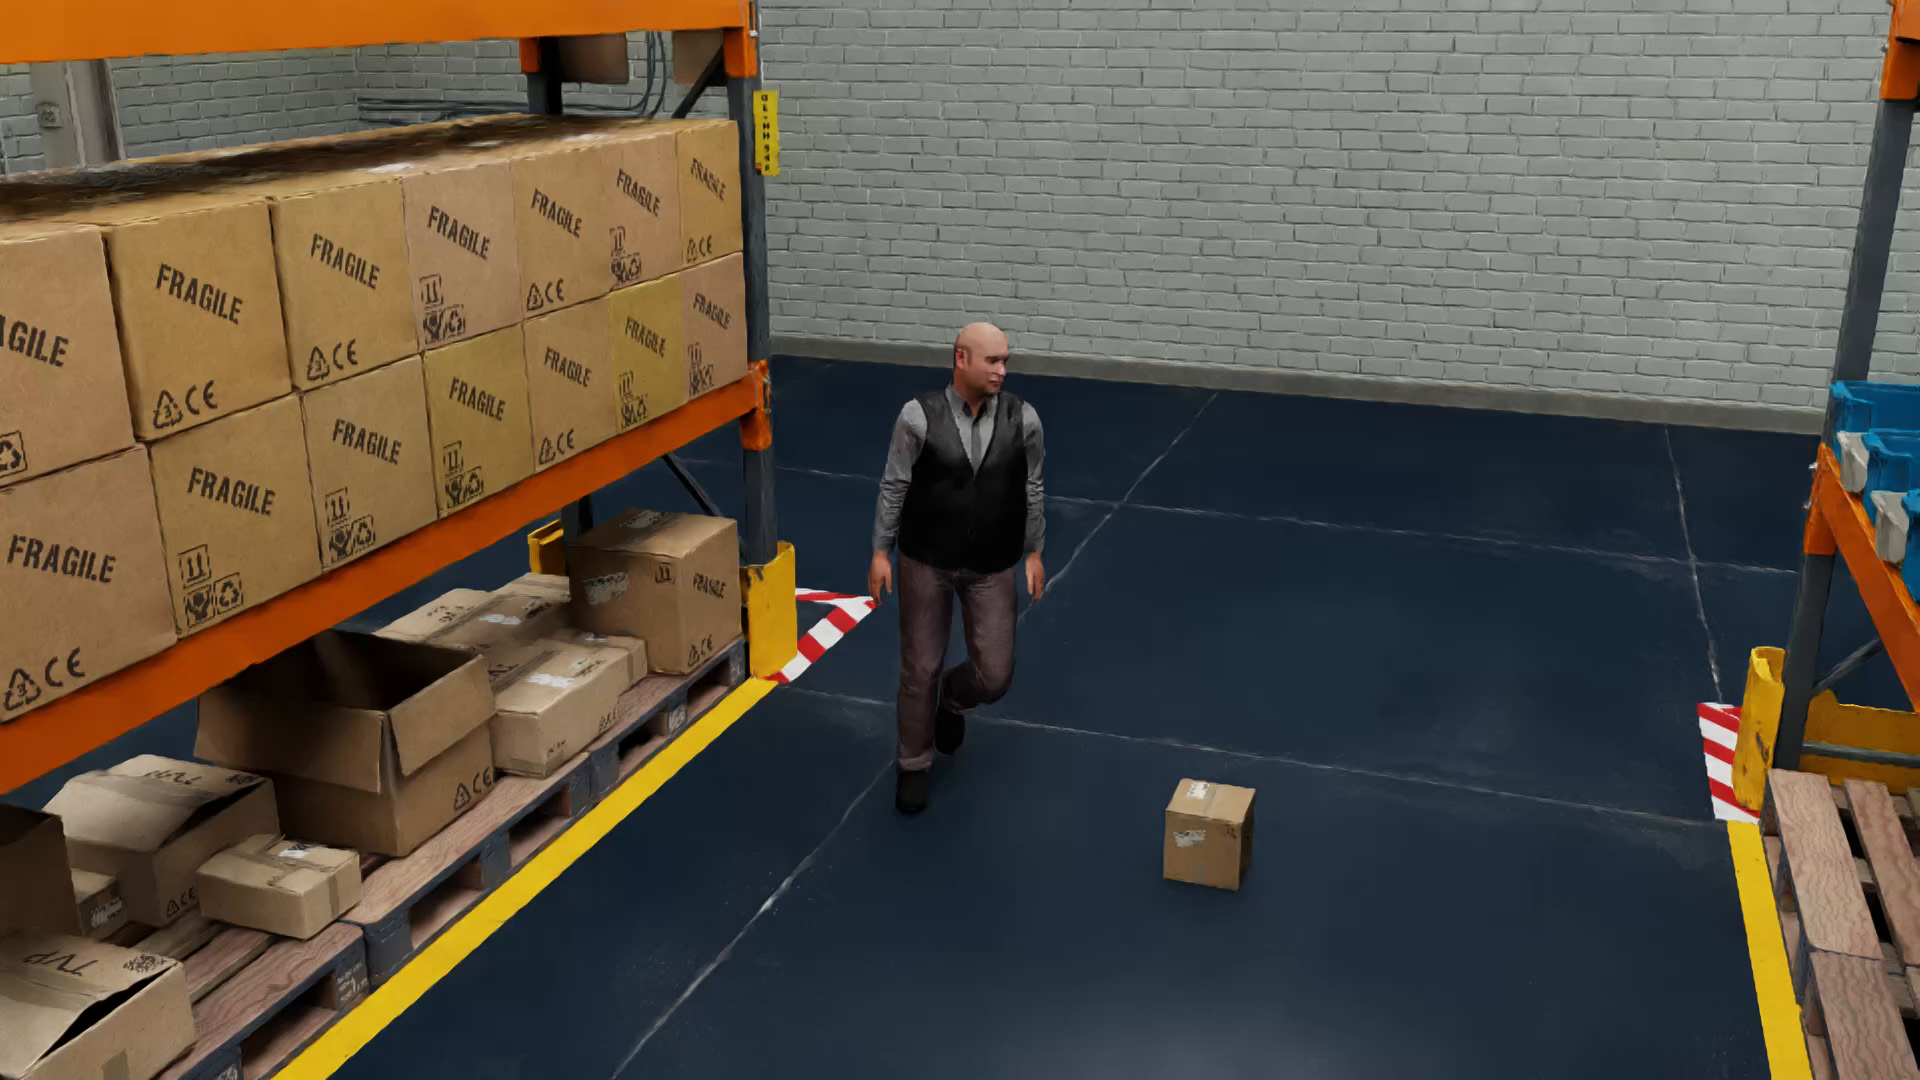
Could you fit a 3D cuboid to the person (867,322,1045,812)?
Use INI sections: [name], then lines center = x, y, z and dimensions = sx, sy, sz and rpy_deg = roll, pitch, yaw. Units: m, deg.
[person]
center = -0.012, 0.074, 5.852
dimensions = 0.633, 1.701, 0.538
rpy_deg = -3, 19, -9
